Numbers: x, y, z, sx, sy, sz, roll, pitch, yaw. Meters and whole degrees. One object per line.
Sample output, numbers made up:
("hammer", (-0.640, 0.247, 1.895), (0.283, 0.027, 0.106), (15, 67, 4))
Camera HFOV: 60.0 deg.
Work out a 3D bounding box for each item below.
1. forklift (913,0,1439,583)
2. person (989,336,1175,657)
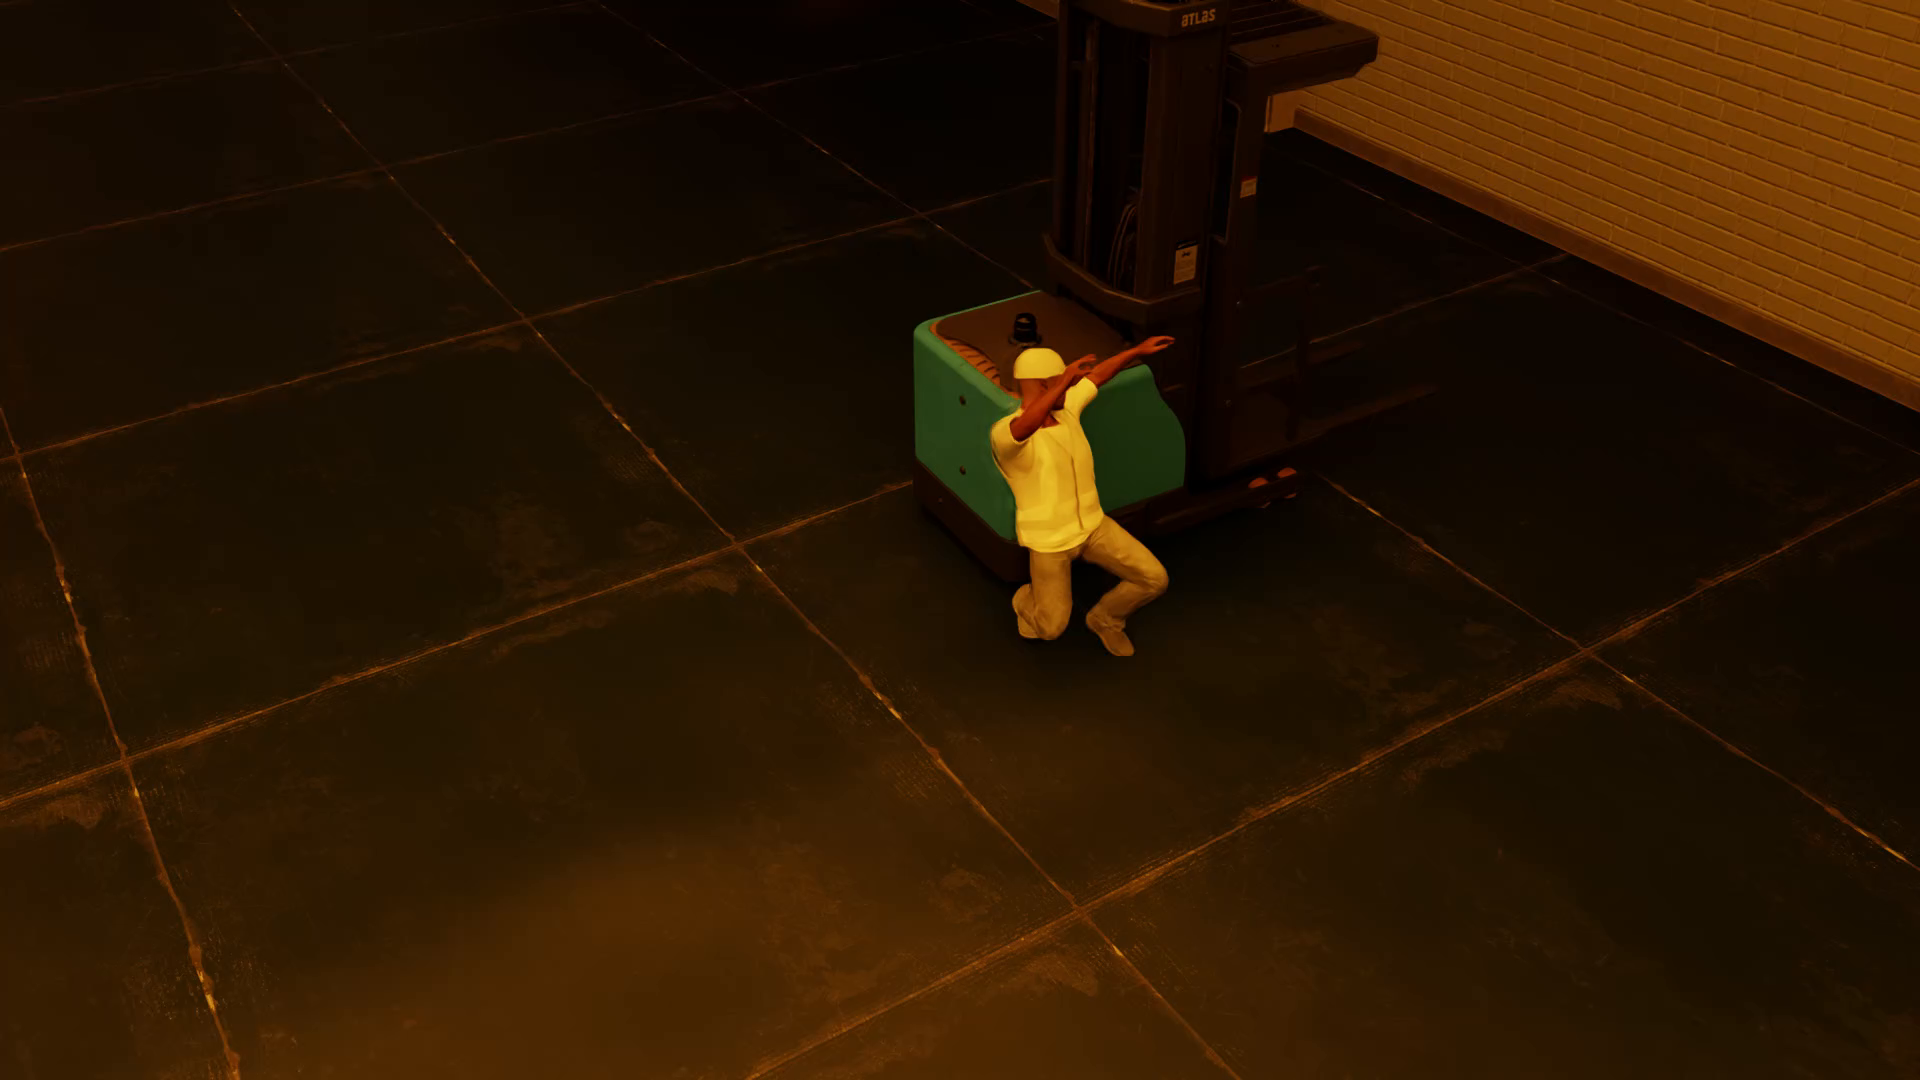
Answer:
("forklift", (1.279, -1.608, 8.437), (3.031, 2.935, 1.130), (-19, 39, -25))
("person", (0.700, -0.219, 7.630), (1.154, 1.635, 0.842), (-24, 42, -30))
